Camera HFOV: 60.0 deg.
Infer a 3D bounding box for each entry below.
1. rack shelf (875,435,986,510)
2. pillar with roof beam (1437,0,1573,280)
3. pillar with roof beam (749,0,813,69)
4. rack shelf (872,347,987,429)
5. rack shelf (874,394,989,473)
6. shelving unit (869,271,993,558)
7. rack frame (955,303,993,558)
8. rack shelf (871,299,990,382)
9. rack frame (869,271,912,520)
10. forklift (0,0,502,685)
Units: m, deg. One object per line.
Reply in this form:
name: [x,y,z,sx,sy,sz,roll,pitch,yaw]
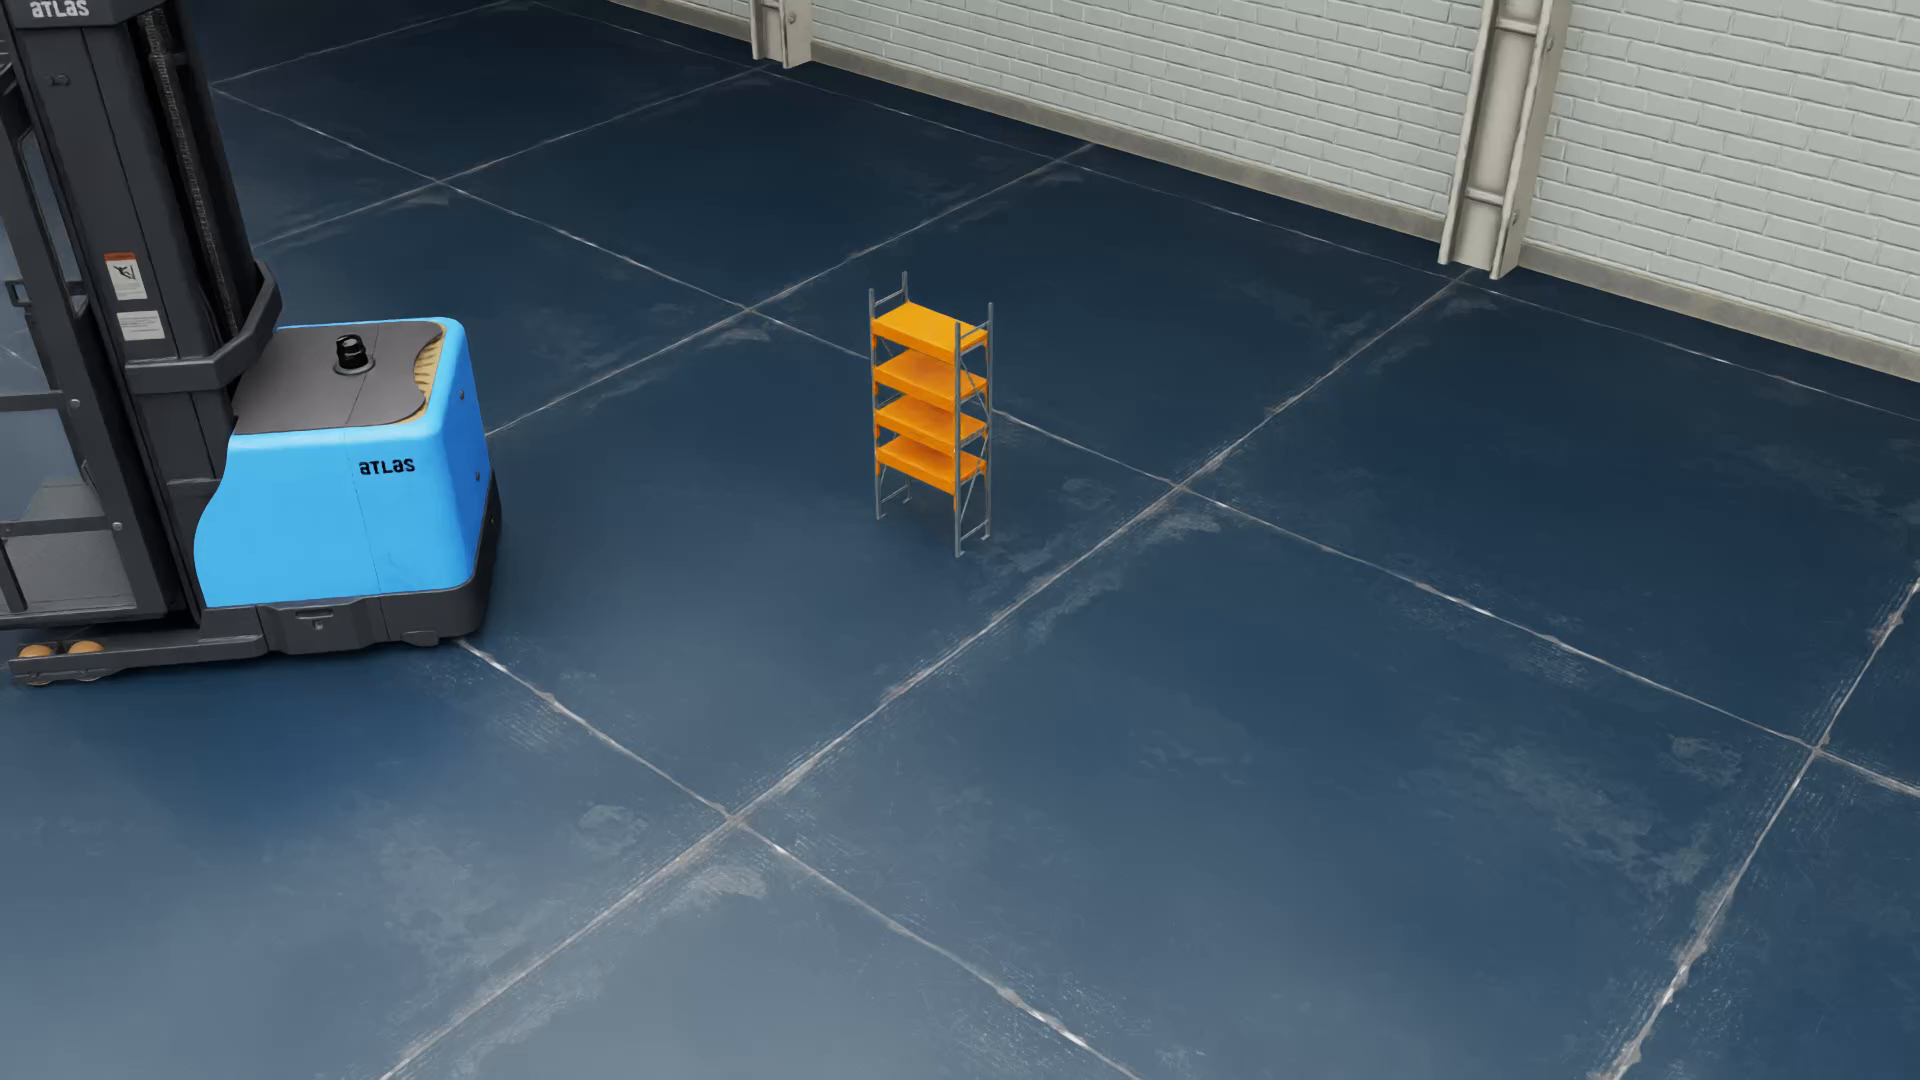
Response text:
rack shelf: [-0.127,-0.335,7.648,0.480,0.148,0.258,25,42,32]
pillar with roof beam: [0.433,-3.540,4.956,0.400,9.000,9.100,25,42,32]
pillar with roof beam: [-4.178,-5.714,8.121,0.400,9.000,9.100,25,42,32]
rack shelf: [-0.127,-0.683,7.409,0.480,0.148,0.258,25,42,32]
rack shelf: [-0.127,-0.499,7.536,0.480,0.148,0.258,25,42,32]
shelving unit: [-0.127,-0.555,7.498,0.503,1.200,0.258,25,42,32]
rack frame: [0.060,-0.466,7.369,0.015,1.200,0.240,25,42,32]
rack shelf: [-0.127,-0.878,7.275,0.480,0.148,0.258,25,42,32]
rack frame: [-0.315,-0.643,7.626,0.015,1.200,0.240,25,42,32]
forklift: [-3.596,-0.927,6.511,3.031,2.935,1.130,-4,35,-6]
